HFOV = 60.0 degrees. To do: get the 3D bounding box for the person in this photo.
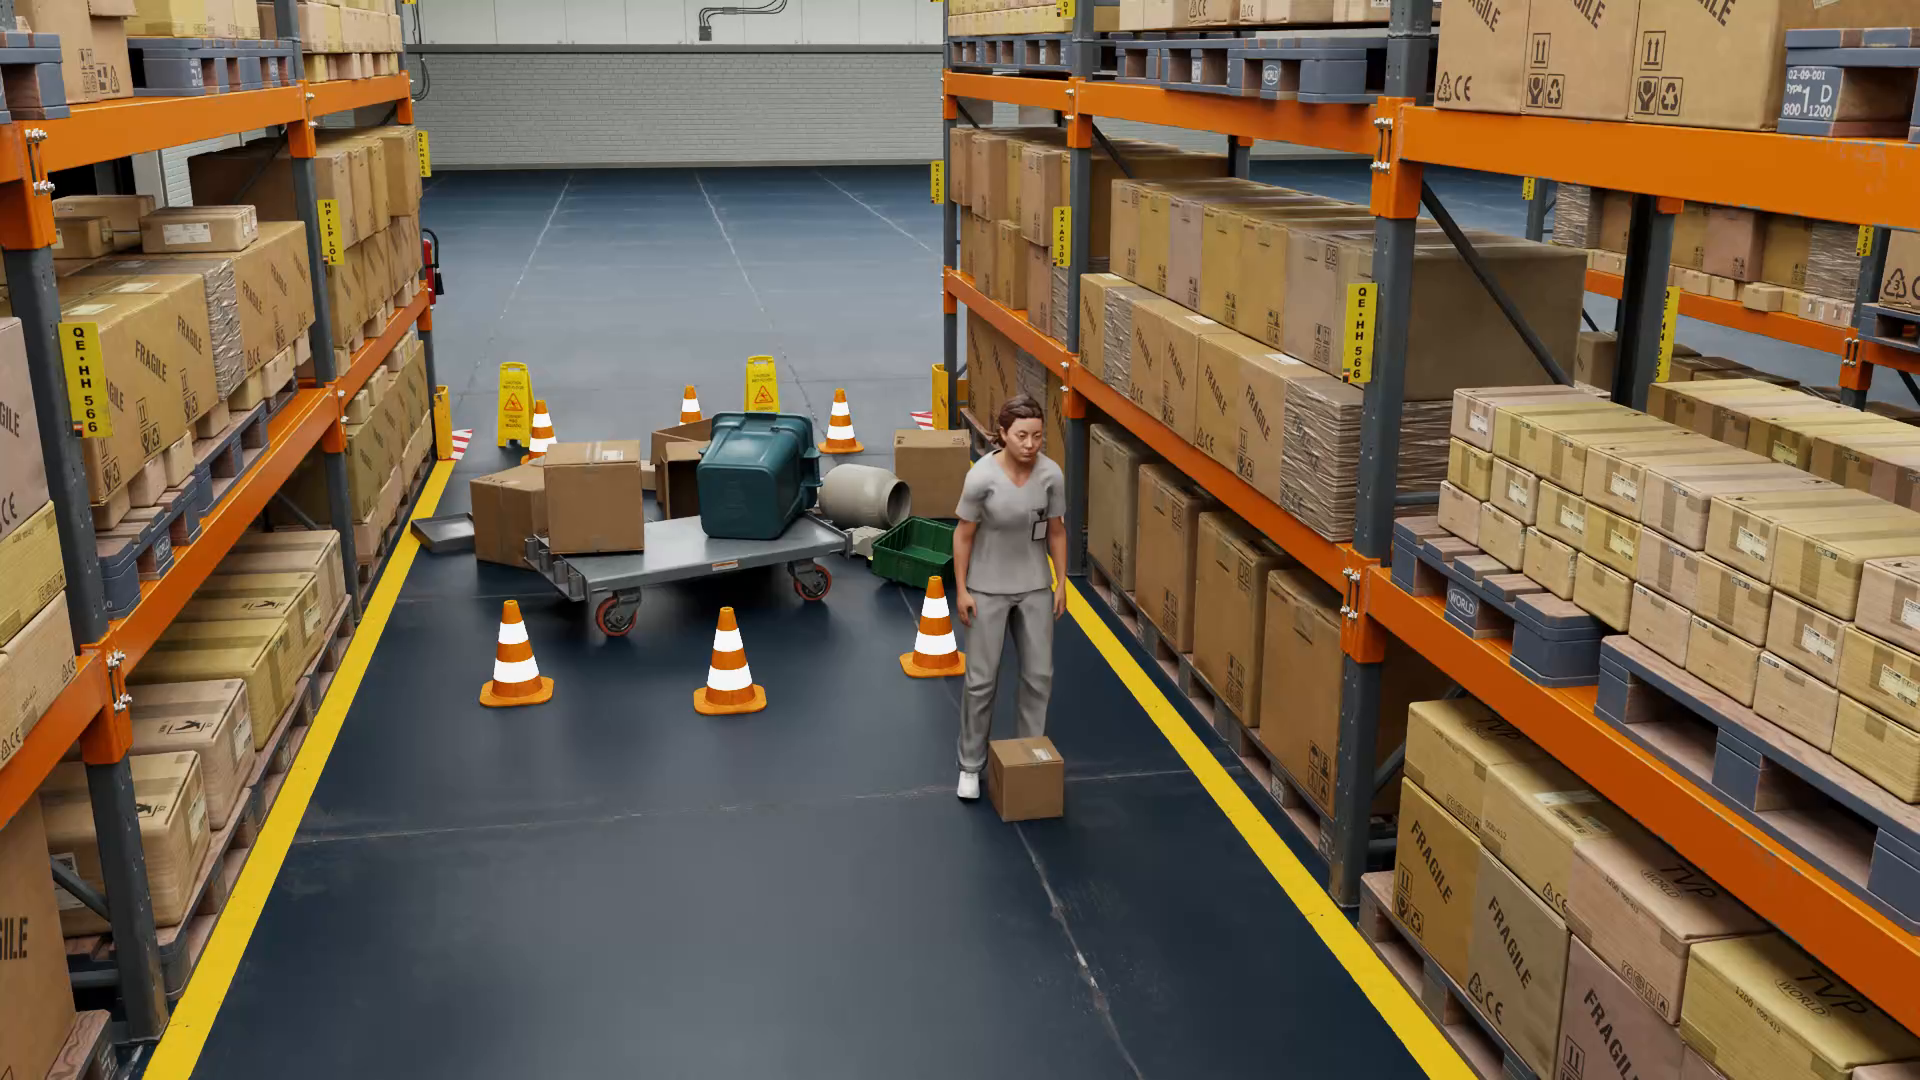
[{"bbox_3d":[0.214,0.228,6.770,0.499,1.671,0.416,-4,17,-14],"label":"person"}]
